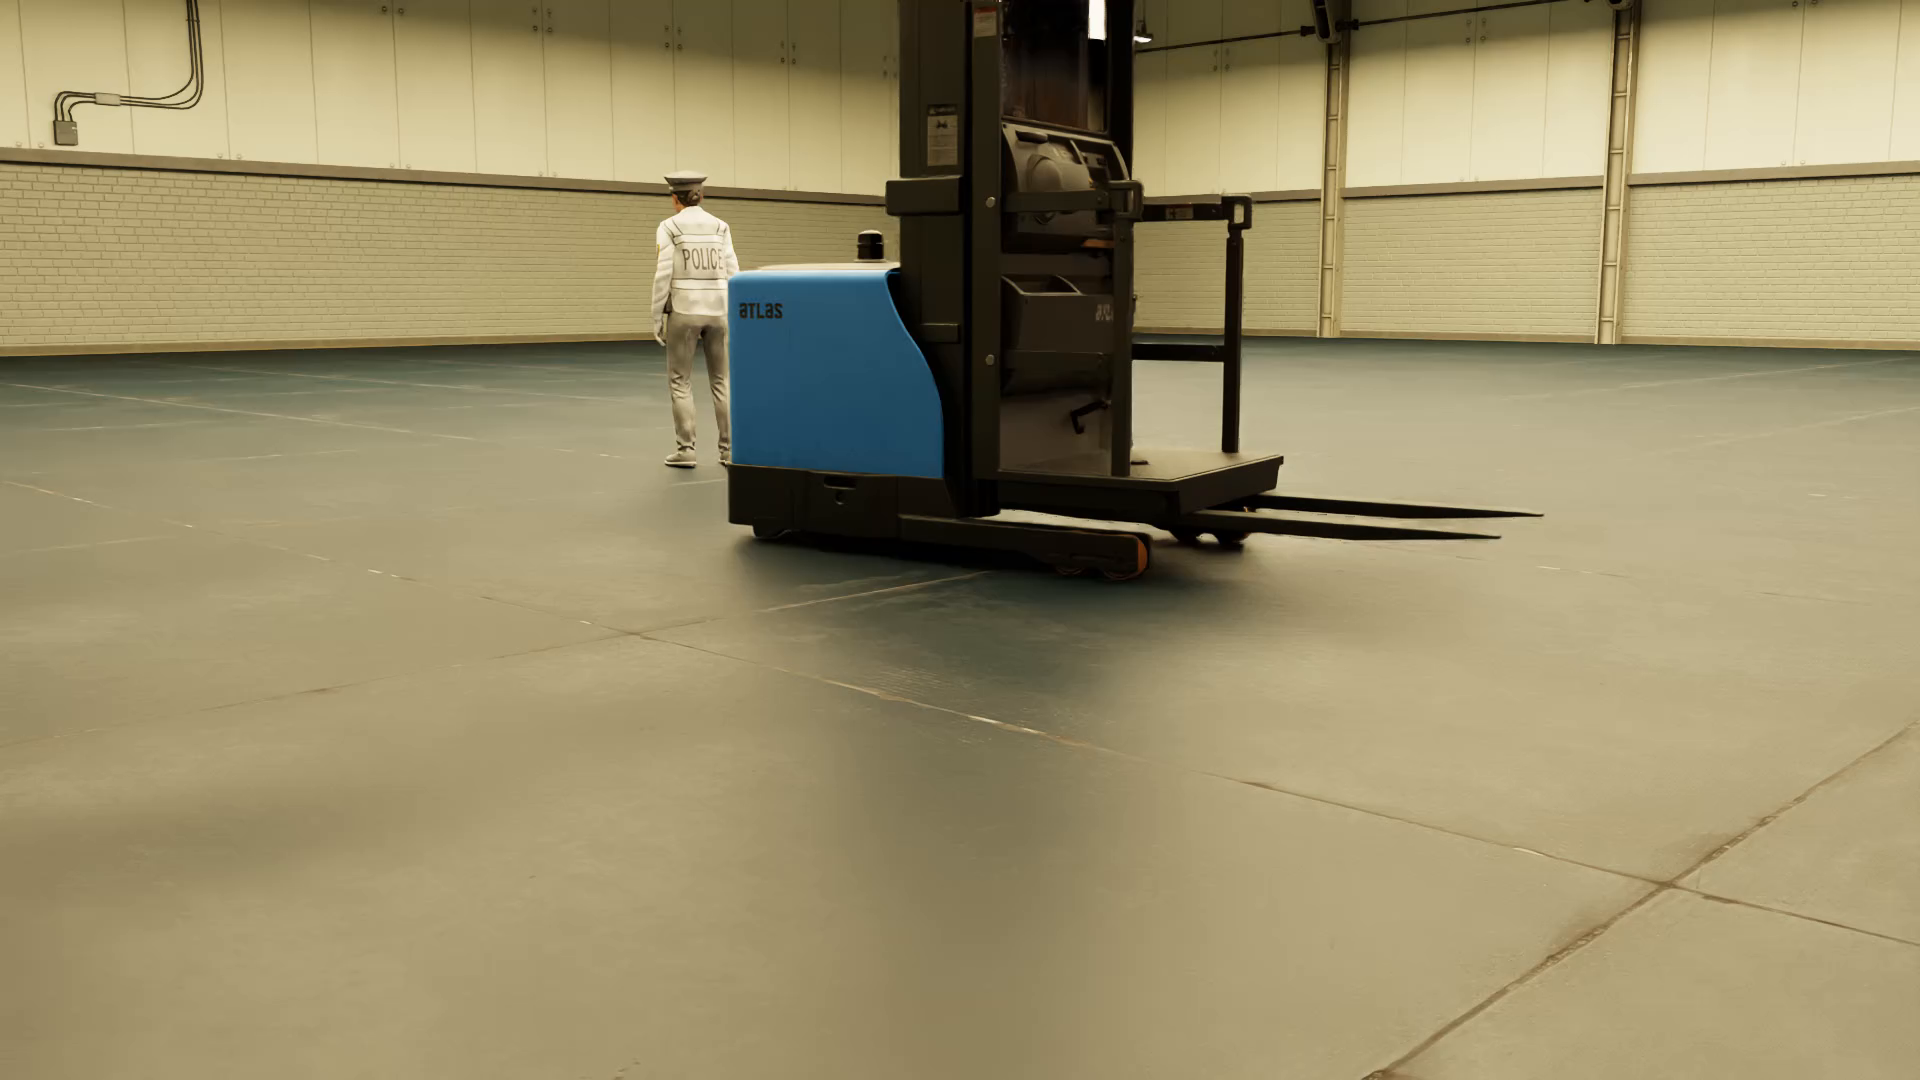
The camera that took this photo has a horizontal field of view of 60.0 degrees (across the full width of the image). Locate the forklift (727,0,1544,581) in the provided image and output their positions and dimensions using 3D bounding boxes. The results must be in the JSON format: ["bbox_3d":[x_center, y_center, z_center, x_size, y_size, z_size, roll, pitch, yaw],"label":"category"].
[{"bbox_3d":[0.588,-1.398,6.155,3.031,2.935,1.130,5,10,31],"label":"forklift"}]

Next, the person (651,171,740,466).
[{"bbox_3d":[-1.493,-1.248,9.429,0.537,1.662,0.373,-5,10,-29],"label":"person"}]
